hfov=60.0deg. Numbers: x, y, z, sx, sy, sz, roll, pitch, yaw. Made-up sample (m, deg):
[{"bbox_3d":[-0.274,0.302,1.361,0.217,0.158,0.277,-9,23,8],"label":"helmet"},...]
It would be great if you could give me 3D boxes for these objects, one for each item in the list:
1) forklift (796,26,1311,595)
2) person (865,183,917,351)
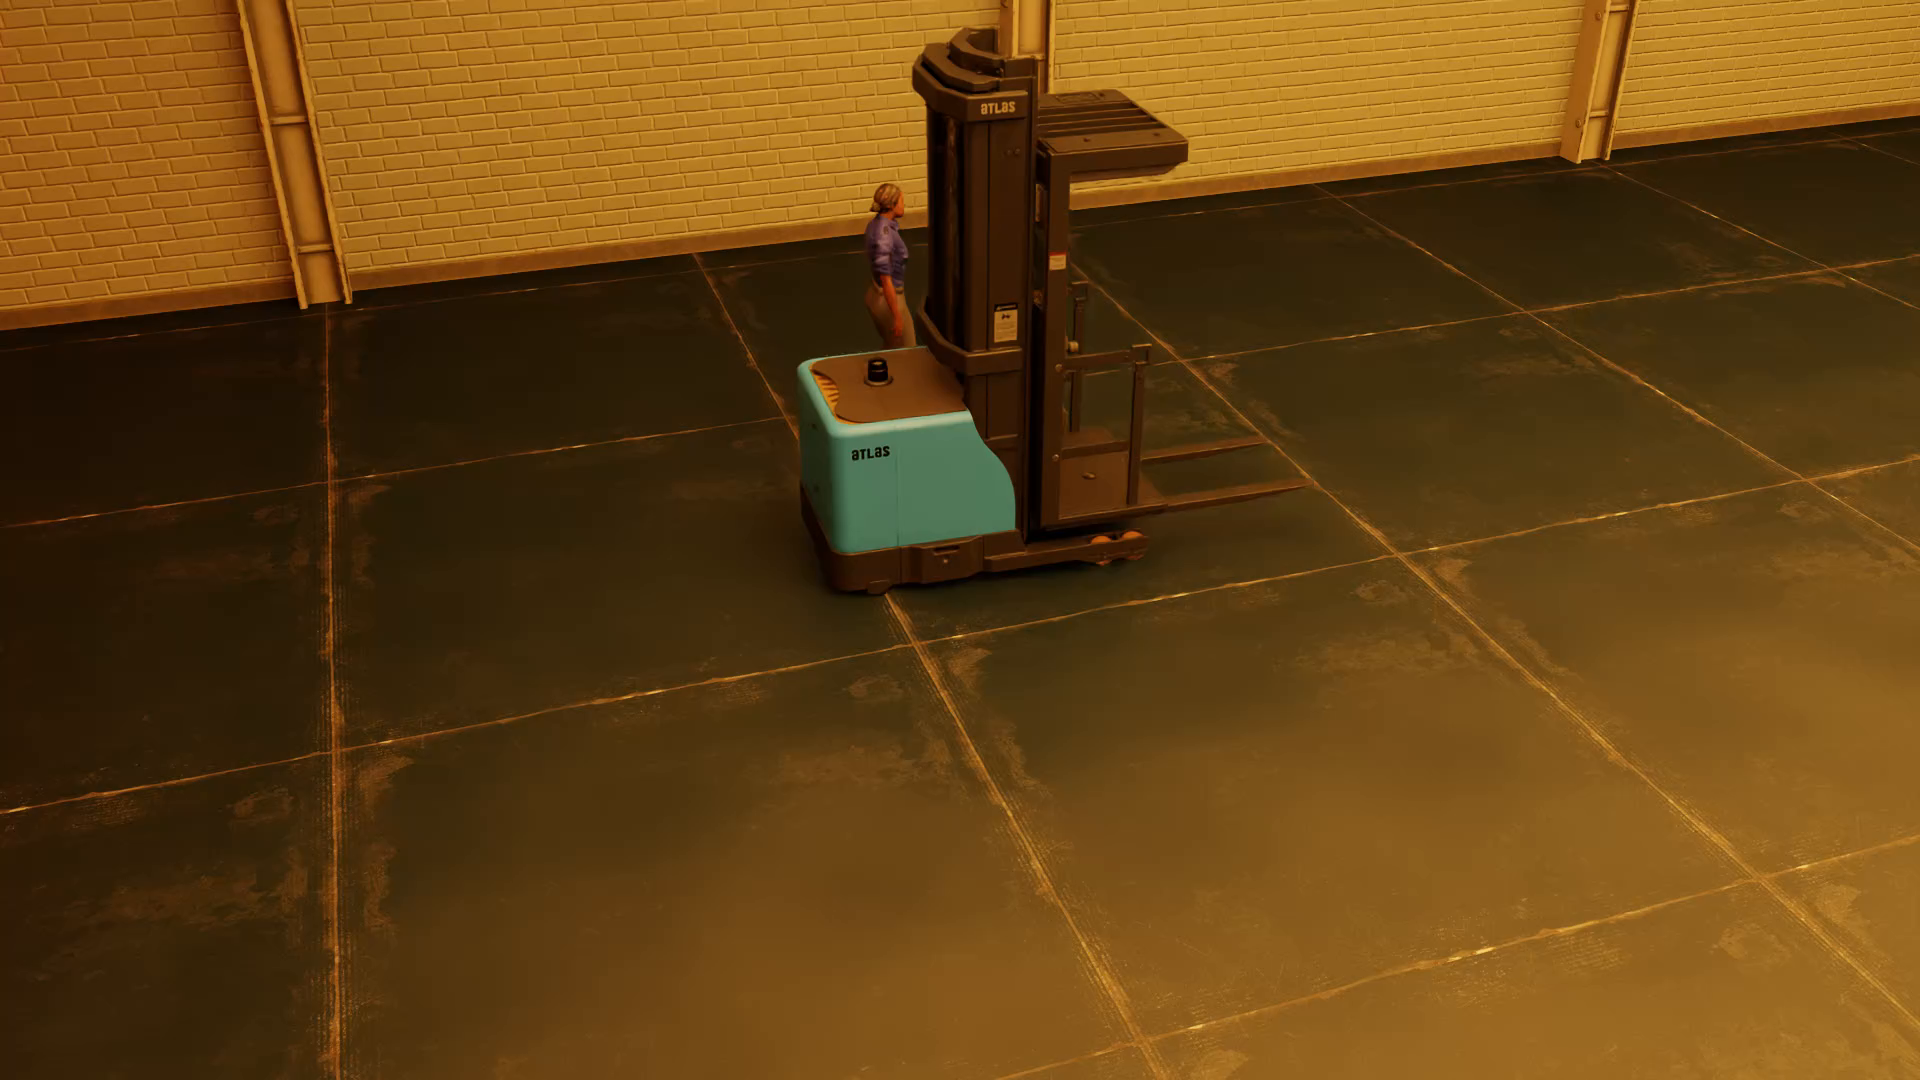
[{"bbox_3d":[0.606,-1.369,9.466,3.031,2.935,1.130,-8,31,-14],"label":"forklift"},{"bbox_3d":[-0.444,-1.587,11.132,0.367,1.650,0.616,-8,31,-13],"label":"person"}]
